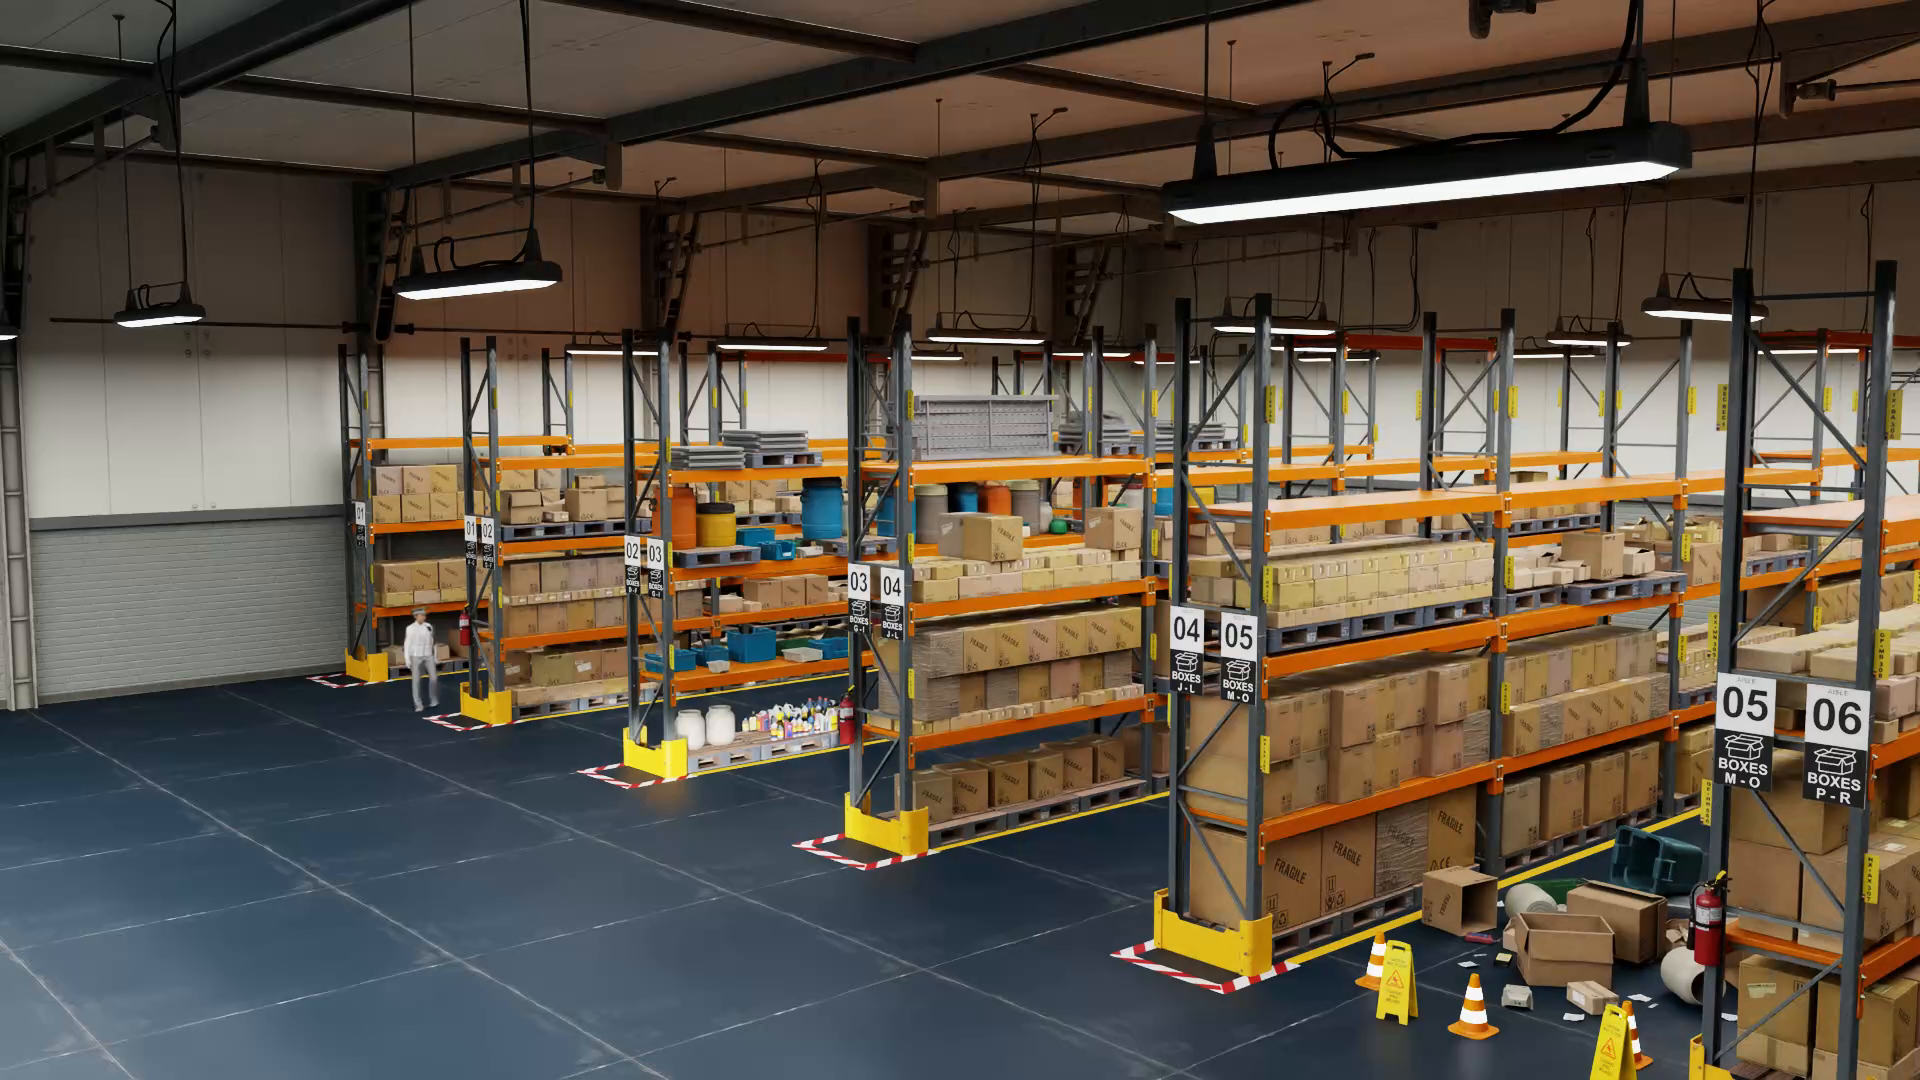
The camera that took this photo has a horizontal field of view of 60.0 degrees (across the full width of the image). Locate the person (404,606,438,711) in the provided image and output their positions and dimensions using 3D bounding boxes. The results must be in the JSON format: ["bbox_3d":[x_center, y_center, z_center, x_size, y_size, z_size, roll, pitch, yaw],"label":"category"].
[{"bbox_3d":[-8.773,1.910,27.041,0.543,1.691,0.434,-3,6,-32],"label":"person"}]
